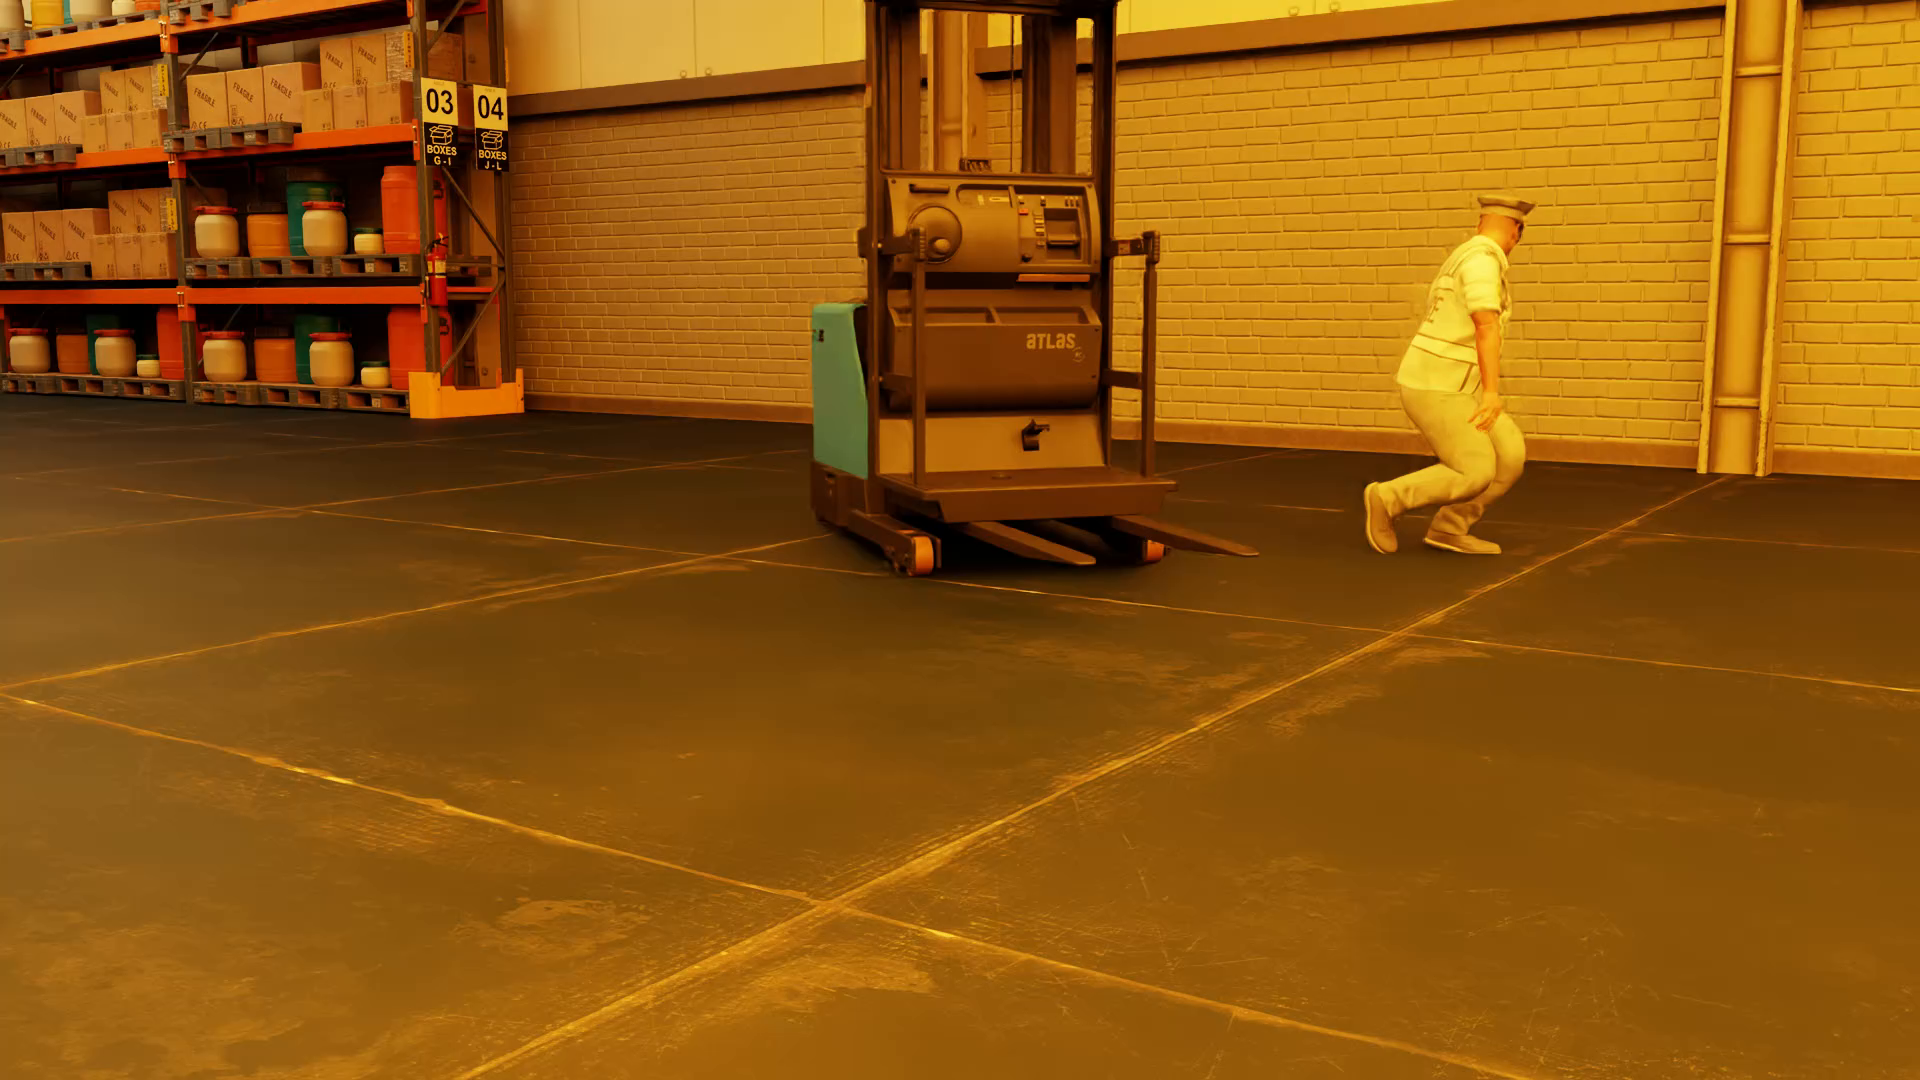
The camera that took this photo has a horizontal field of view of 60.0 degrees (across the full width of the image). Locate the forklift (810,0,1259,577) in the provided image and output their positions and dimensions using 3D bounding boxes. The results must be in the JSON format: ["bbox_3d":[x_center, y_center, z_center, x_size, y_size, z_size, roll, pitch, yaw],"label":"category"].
[{"bbox_3d":[0.220,-1.369,6.817,1.130,2.935,3.031,-3,9,-19],"label":"forklift"}]

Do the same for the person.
[{"bbox_3d":[2.080,-0.687,7.086,0.650,1.547,0.832,3,9,23],"label":"person"}]
